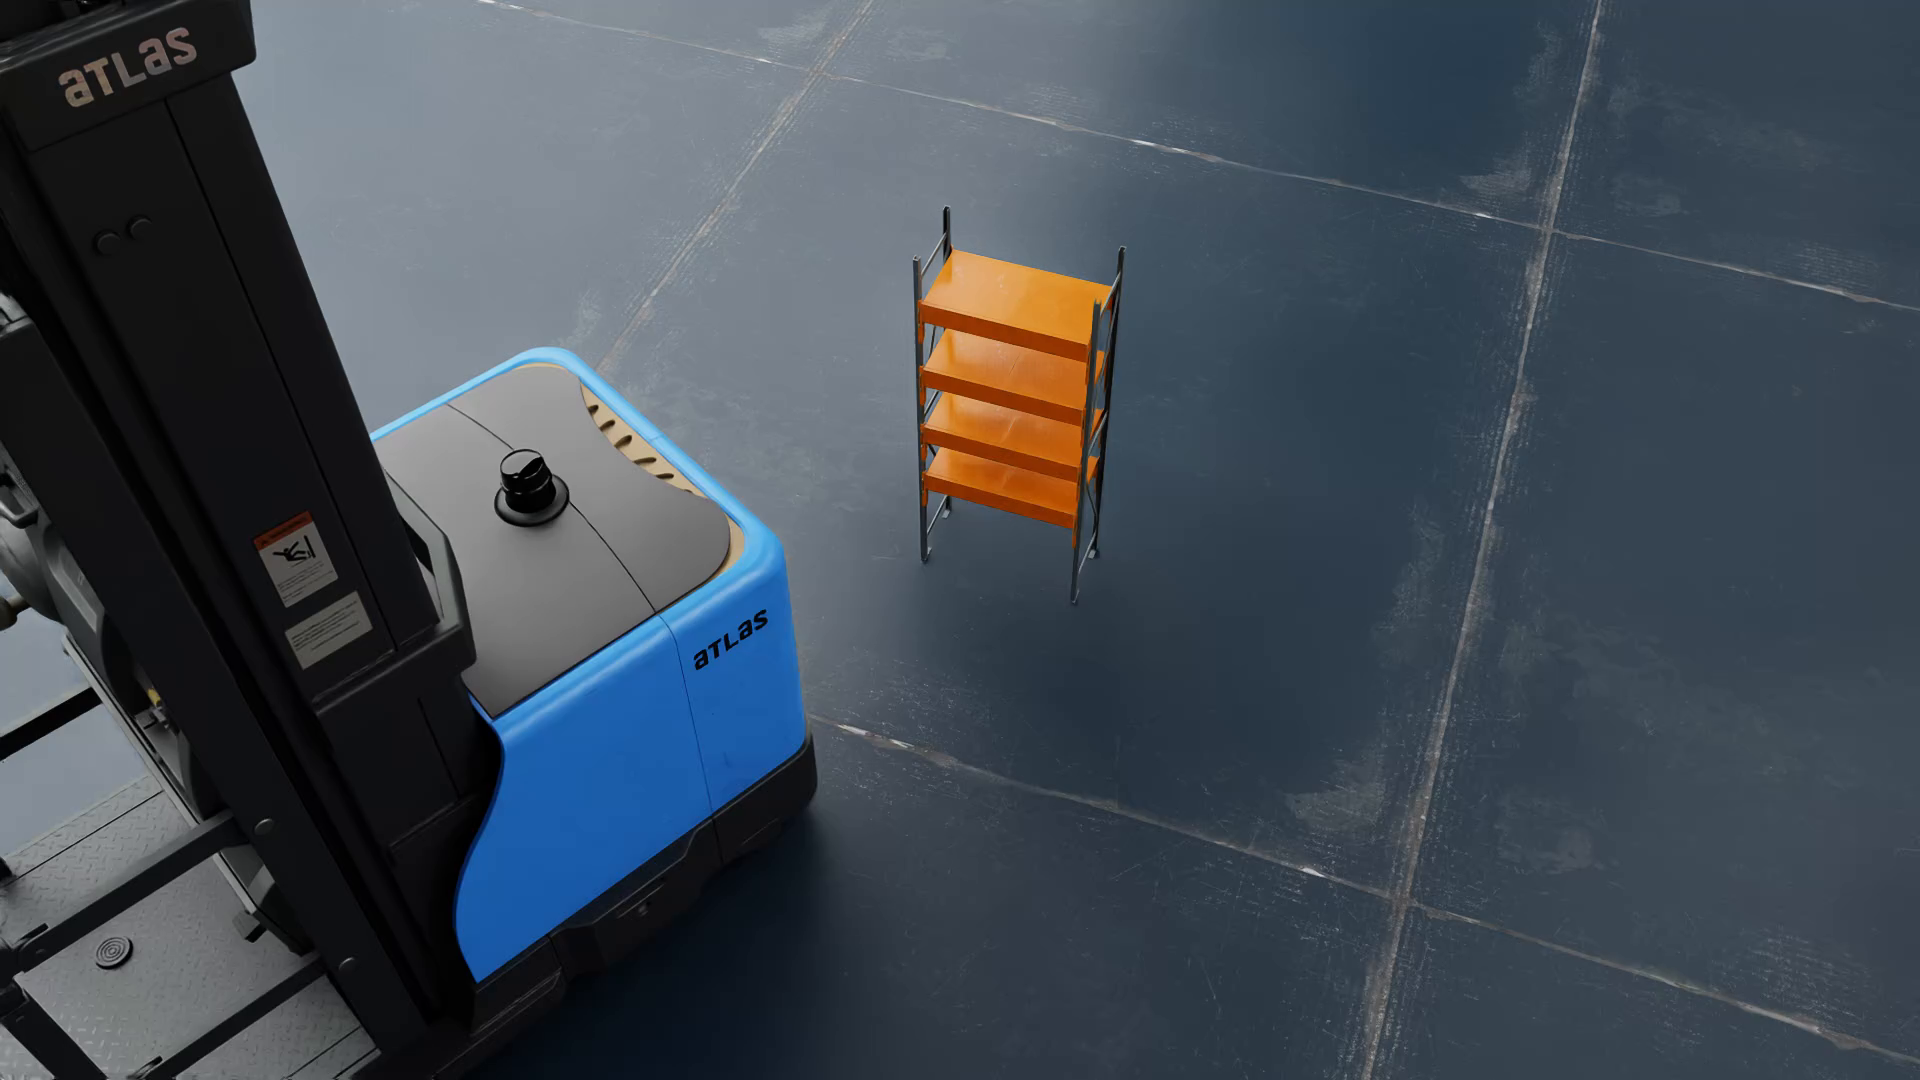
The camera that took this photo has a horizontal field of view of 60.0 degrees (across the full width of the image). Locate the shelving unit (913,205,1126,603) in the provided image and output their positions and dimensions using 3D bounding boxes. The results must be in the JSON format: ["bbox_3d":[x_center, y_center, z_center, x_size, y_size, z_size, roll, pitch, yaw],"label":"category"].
[{"bbox_3d":[0.155,-0.350,4.759,0.503,1.200,0.258,16,51,13],"label":"shelving unit"}]

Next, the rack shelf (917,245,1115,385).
[{"bbox_3d":[0.155,-0.607,4.462,0.480,0.148,0.258,16,51,13],"label":"rack shelf"}]

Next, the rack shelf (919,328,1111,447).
[{"bbox_3d":[0.155,-0.452,4.641,0.480,0.148,0.258,16,51,13],"label":"rack shelf"}]

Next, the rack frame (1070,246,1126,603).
[{"bbox_3d":[0.384,-0.286,4.704,0.015,1.200,0.240,16,51,13],"label":"rack frame"}]

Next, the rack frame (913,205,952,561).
[{"bbox_3d":[-0.074,-0.414,4.814,0.015,1.200,0.240,16,51,13],"label":"rack frame"}]

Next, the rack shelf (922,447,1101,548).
[{"bbox_3d":[0.155,-0.176,4.960,0.480,0.148,0.258,16,51,13],"label":"rack shelf"}]

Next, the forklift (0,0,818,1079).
[{"bbox_3d":[-1.821,0.238,3.104,3.031,2.935,1.130,-35,57,-26],"label":"forklift"}]

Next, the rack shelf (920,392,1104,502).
[{"bbox_3d":[0.155,-0.306,4.810,0.480,0.148,0.258,16,51,13],"label":"rack shelf"}]
